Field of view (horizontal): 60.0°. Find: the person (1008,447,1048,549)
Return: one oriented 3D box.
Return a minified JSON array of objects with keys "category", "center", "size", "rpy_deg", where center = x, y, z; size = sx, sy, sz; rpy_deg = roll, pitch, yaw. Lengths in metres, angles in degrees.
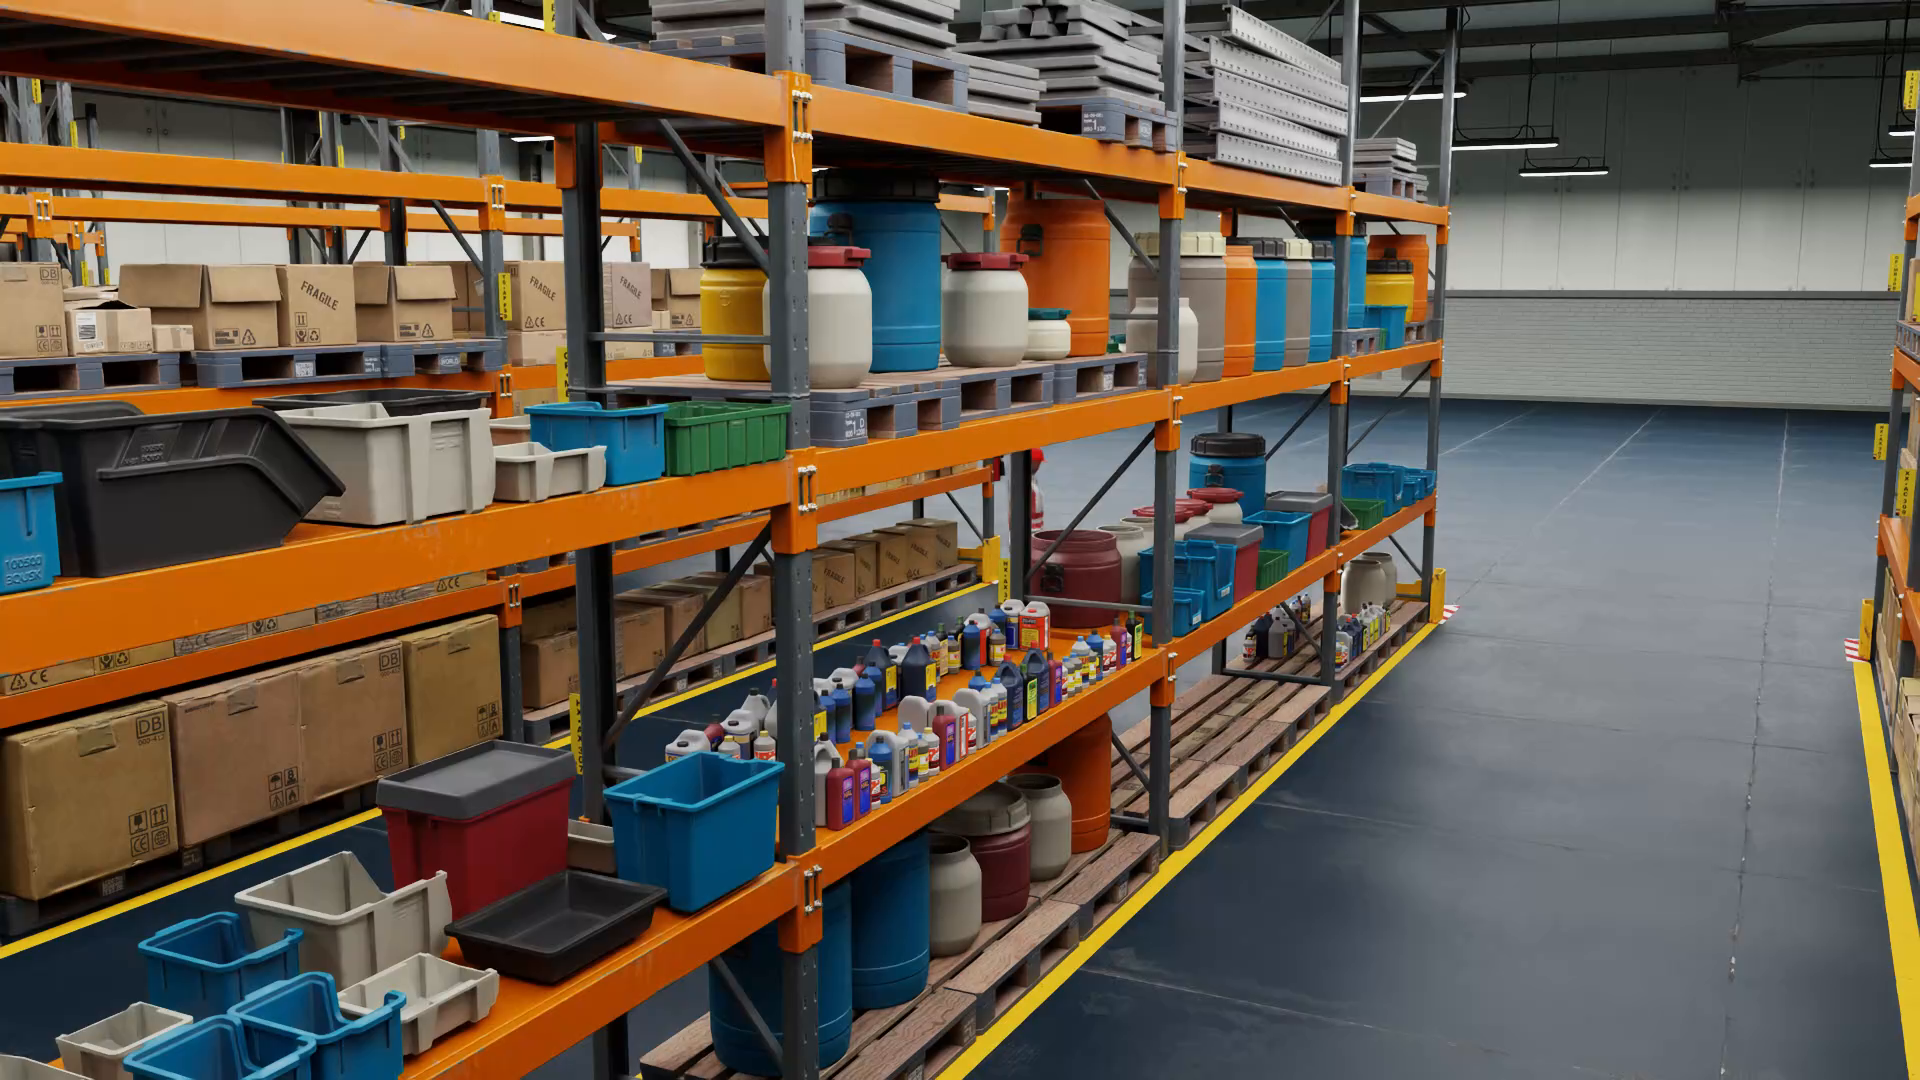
[{"category":"person","center":[0.725,-0.011,16.477],"size":[0.449,1.864,0.592],"rpy_deg":[3,9,18]}]
